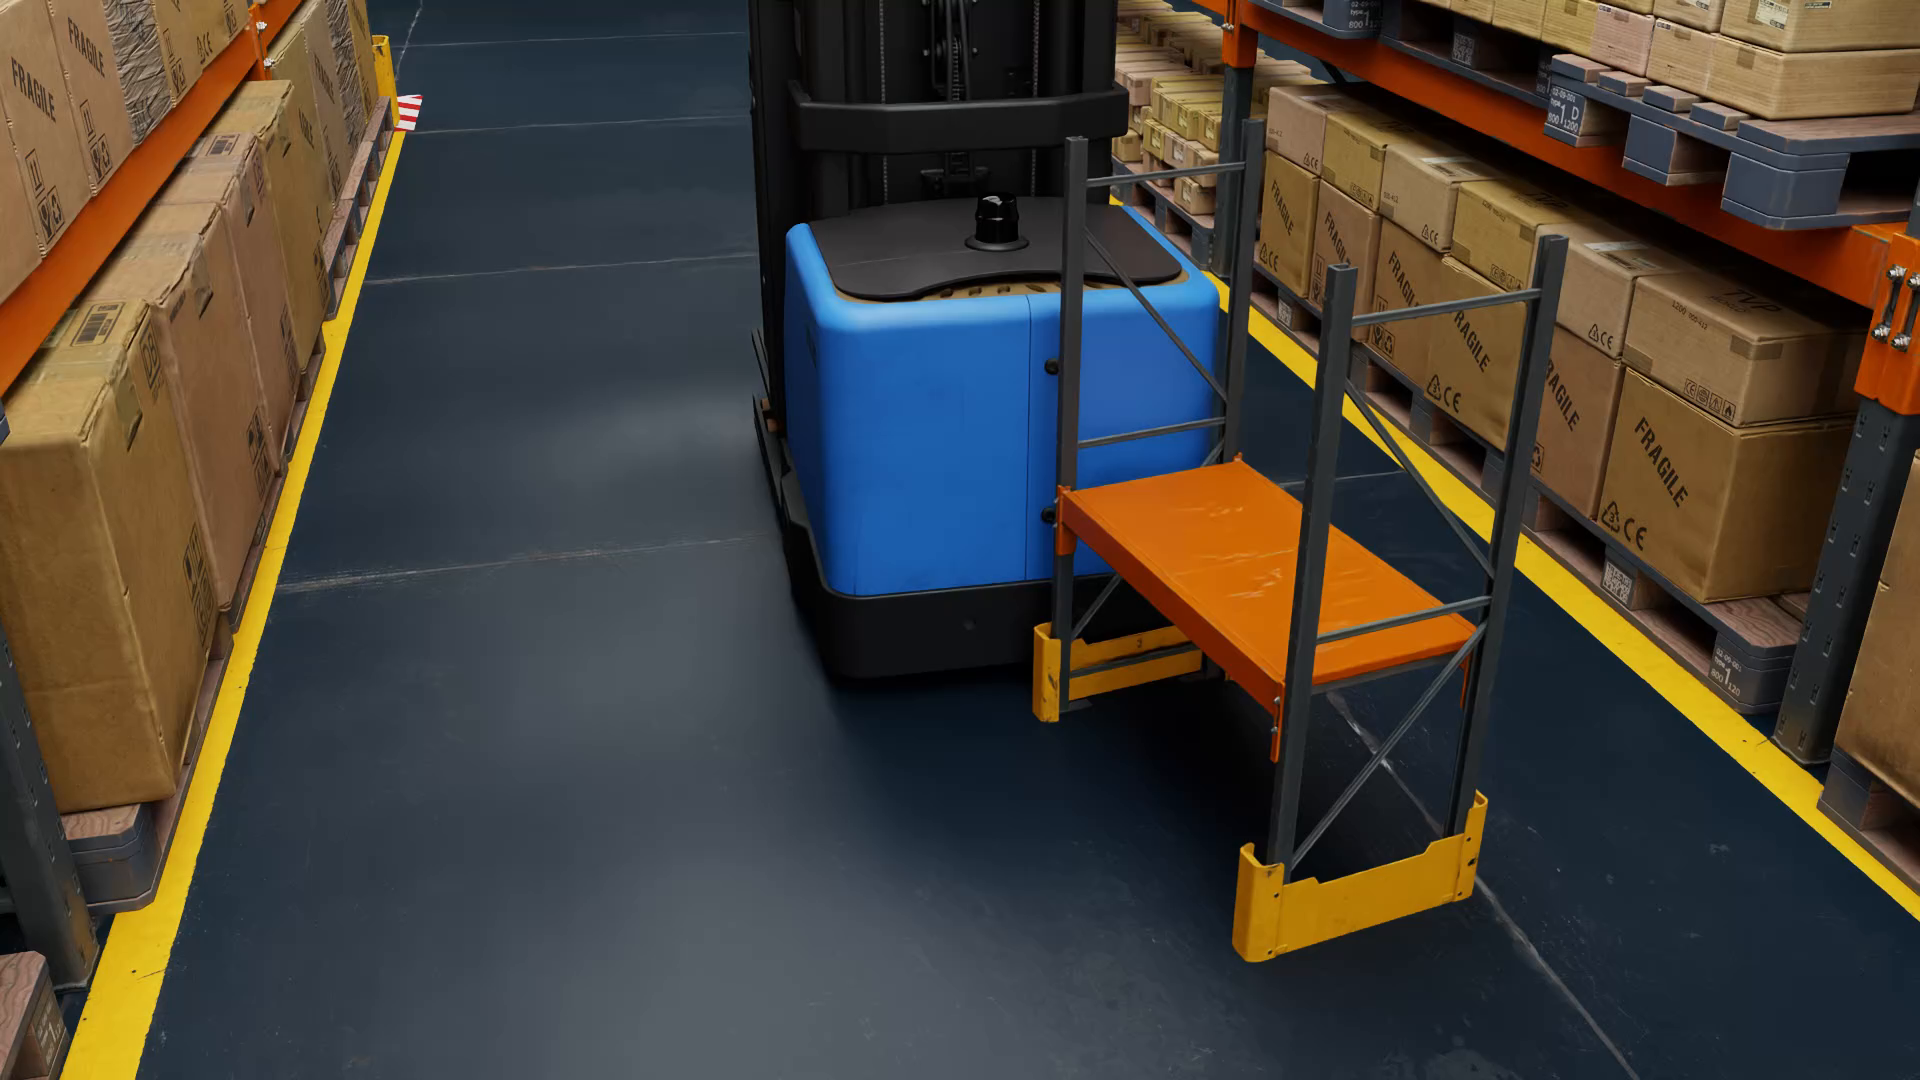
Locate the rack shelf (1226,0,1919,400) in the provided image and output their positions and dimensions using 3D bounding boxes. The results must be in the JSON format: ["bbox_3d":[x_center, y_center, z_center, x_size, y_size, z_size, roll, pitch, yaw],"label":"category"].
[{"bbox_3d":[2.112,-1.406,5.505,1.077,0.370,4.000,-6,27,-12],"label":"rack shelf"}]

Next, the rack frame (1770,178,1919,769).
[{"bbox_3d":[2.563,-0.849,3.603,1.000,3.000,0.127,-6,27,-12],"label":"rack frame"}]

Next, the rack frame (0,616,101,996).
[{"bbox_3d":[-2.293,-0.390,2.693,1.000,3.000,0.127,-6,27,-12],"label":"rack frame"}]

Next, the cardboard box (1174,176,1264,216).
[{"bbox_3d":[1.241,-1.657,7.902,0.380,0.149,0.250,-6,27,-11],"label":"cardboard box"}]

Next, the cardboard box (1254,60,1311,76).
[{"bbox_3d":[1.617,-2.423,8.759,0.380,0.149,0.250,-5,27,-10],"label":"cardboard box"}]

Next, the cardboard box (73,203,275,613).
[{"bbox_3d":[-2.621,-0.326,4.459,1.225,0.875,0.875,-6,27,-11],"label":"cardboard box"}]

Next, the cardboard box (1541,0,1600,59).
[{"bbox_3d":[1.838,-1.426,4.559,0.380,0.149,0.250,-6,27,-12],"label":"cardboard box"}]

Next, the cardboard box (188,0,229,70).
[{"bbox_3d":[-2.718,-1.795,5.366,0.500,0.500,0.500,-5,27,-10],"label":"cardboard box"}]

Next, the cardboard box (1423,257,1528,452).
[{"bbox_3d":[1.911,-0.642,5.501,0.500,0.500,0.500,-7,28,-14],"label":"cardboard box"}]

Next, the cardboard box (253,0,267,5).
[{"bbox_3d":[-2.937,-2.197,6.553,0.380,0.149,0.250,-6,27,-11],"label":"cardboard box"}]

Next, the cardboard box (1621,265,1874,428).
[{"bbox_3d":[2.153,-0.529,4.445,0.500,0.250,0.500,-7,28,-13],"label":"cardboard box"}]

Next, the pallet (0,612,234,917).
[{"bbox_3d":[-2.397,0.501,4.022,1.003,0.211,1.213,-6,27,-12],"label":"pallet"}]

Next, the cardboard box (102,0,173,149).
[{"bbox_3d":[-2.485,-1.346,4.476,0.500,0.500,0.500,-6,27,-11],"label":"cardboard box"}]

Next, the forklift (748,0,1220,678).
[{"bbox_3d":[-0.124,-1.587,5.141,1.130,2.935,3.031,-5,27,-10],"label":"forklift"}]

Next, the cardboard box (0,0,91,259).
[{"bbox_3d":[-2.255,-0.902,3.596,0.500,0.500,0.500,-7,28,-13],"label":"cardboard box"}]

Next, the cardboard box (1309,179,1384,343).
[{"bbox_3d":[1.690,-1.093,6.395,0.500,0.500,0.500,-5,27,-9],"label":"cardboard box"}]

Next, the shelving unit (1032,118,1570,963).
[{"bbox_3d":[0.664,-0.054,3.692,0.587,1.500,1.083,-11,29,-20],"label":"shelving unit"}]

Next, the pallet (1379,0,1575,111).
[{"bbox_3d":[2.077,-1.628,5.360,1.003,0.211,1.213,-6,27,-12],"label":"pallet"}]

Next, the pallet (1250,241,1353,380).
[{"bbox_3d":[1.838,-1.019,7.034,1.003,0.211,1.213,-6,27,-12],"label":"pallet"}]

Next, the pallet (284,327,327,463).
[{"bbox_3d":[-2.947,-0.570,6.145,1.003,0.211,1.213,-6,27,-12],"label":"pallet"}]

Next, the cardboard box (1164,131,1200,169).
[{"bbox_3d":[1.207,-1.876,8.006,0.380,0.149,0.250,-7,28,-14],"label":"cardboard box"}]

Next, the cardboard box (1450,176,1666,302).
[{"bbox_3d":[1.929,-0.974,5.327,0.500,0.250,0.500,-5,27,-10],"label":"cardboard box"}]

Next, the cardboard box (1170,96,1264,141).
[{"bbox_3d":[1.231,-2.023,7.967,0.380,0.149,0.250,-6,27,-11],"label":"cardboard box"}]

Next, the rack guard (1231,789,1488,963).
[{"bbox_3d":[0.858,0.711,3.564,0.587,0.250,0.087,-11,29,-20],"label":"rack guard"}]

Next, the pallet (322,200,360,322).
[{"bbox_3d":[-3.289,-1.243,7.478,1.003,0.211,1.213,-6,27,-12],"label":"pallet"}]

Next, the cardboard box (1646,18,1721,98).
[{"bbox_3d":[1.949,-1.203,4.118,0.380,0.149,0.250,-6,27,-12],"label":"cardboard box"}]

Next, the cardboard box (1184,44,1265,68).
[{"bbox_3d":[1.458,-2.646,9.202,0.380,0.149,0.250,-6,27,-11],"label":"cardboard box"}]

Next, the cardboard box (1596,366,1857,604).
[{"bbox_3d":[2.160,-0.183,4.592,0.500,0.500,0.500,-6,27,-12],"label":"cardboard box"}]

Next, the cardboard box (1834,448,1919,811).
[{"bbox_3d":[2.612,0.244,3.468,1.050,0.750,0.750,-6,27,-12],"label":"cardboard box"}]

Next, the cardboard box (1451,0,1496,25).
[{"bbox_3d":[1.720,-1.658,5.018,0.380,0.149,0.250,-5,27,-10],"label":"cardboard box"}]

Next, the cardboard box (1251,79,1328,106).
[{"bbox_3d":[1.676,-2.191,8.299,0.380,0.149,0.250,-6,27,-12],"label":"cardboard box"}]

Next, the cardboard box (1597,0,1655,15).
[{"bbox_3d":[1.884,-1.460,4.296,0.380,0.149,0.250,-5,27,-10],"label":"cardboard box"}]

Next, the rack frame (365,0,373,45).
[{"bbox_3d":[-4.095,-3.902,9.651,1.000,3.000,0.127,-6,27,-12],"label":"rack frame"}]

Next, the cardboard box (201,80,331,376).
[{"bbox_3d":[-3.030,-1.106,6.004,1.225,0.875,0.875,-6,27,-11],"label":"cardboard box"}]

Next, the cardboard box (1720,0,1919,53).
[{"bbox_3d":[2.008,-1.228,3.836,0.380,0.149,0.250,-5,27,-11],"label":"cardboard box"}]

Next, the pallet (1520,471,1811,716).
[{"bbox_3d":[2.388,0.053,4.911,1.003,0.211,1.213,-6,27,-12],"label":"pallet"}]

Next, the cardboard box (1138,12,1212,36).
[{"bbox_3d":[1.309,-3.118,10.136,0.380,0.149,0.250,-7,28,-13],"label":"cardboard box"}]

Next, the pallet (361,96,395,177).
[{"bbox_3d":[-3.839,-2.314,9.600,1.003,0.211,1.213,-6,27,-12],"label":"pallet"}]

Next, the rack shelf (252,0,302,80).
[{"bbox_3d":[-3.645,-2.703,8.074,1.077,0.370,4.000,-6,27,-12],"label":"rack shelf"}]

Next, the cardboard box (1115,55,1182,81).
[{"bbox_3d":[0.962,-2.480,8.873,0.380,0.149,0.250,-7,28,-13],"label":"cardboard box"}]

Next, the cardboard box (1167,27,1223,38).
[{"bbox_3d":[1.420,-2.885,9.675,0.380,0.149,0.250,-5,27,-10],"label":"cardboard box"}]

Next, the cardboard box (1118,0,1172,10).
[{"bbox_3d":[1.126,-3.335,10.565,0.380,0.149,0.250,-6,27,-11],"label":"cardboard box"}]

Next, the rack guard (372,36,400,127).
[{"bbox_3d":[-4.101,-2.796,10.235,1.175,0.500,0.348,-6,27,-12],"label":"rack guard"}]

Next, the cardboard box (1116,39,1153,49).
[{"bbox_3d":[0.863,-2.701,9.310,0.380,0.149,0.250,-6,27,-11],"label":"cardboard box"}]

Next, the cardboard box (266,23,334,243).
[{"bbox_3d":[-3.265,-1.683,7.146,0.875,0.875,0.875,-6,27,-12],"label":"cardboard box"}]

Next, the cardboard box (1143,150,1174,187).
[{"bbox_3d":[1.141,-1.889,8.362,0.380,0.149,0.250,-7,28,-13],"label":"cardboard box"}]

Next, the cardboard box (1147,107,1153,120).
[{"bbox_3d":[1.169,-2.112,8.473,0.380,0.149,0.250,-6,27,-11],"label":"cardboard box"}]

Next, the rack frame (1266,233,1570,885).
[{"bbox_3d":[0.866,0.161,3.266,0.500,1.500,0.032,-11,29,-20],"label":"rack frame"}]

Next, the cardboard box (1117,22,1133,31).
[{"bbox_3d":[0.795,-2.944,9.791,0.380,0.149,0.250,-7,28,-14],"label":"cardboard box"}]

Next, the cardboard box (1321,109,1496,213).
[{"bbox_3d":[1.693,-1.427,6.223,0.500,0.250,0.500,-5,27,-10],"label":"cardboard box"}]

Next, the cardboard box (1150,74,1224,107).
[{"bbox_3d":[1.186,-2.254,8.424,0.380,0.149,0.250,-5,27,-10],"label":"cardboard box"}]

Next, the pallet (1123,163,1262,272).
[{"bbox_3d":[1.475,-1.651,8.288,1.003,0.211,1.213,-6,27,-12],"label":"pallet"}]

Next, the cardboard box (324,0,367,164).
[{"bbox_3d":[-3.668,-2.468,8.703,0.875,0.875,0.875,-6,27,-12],"label":"cardboard box"}]
